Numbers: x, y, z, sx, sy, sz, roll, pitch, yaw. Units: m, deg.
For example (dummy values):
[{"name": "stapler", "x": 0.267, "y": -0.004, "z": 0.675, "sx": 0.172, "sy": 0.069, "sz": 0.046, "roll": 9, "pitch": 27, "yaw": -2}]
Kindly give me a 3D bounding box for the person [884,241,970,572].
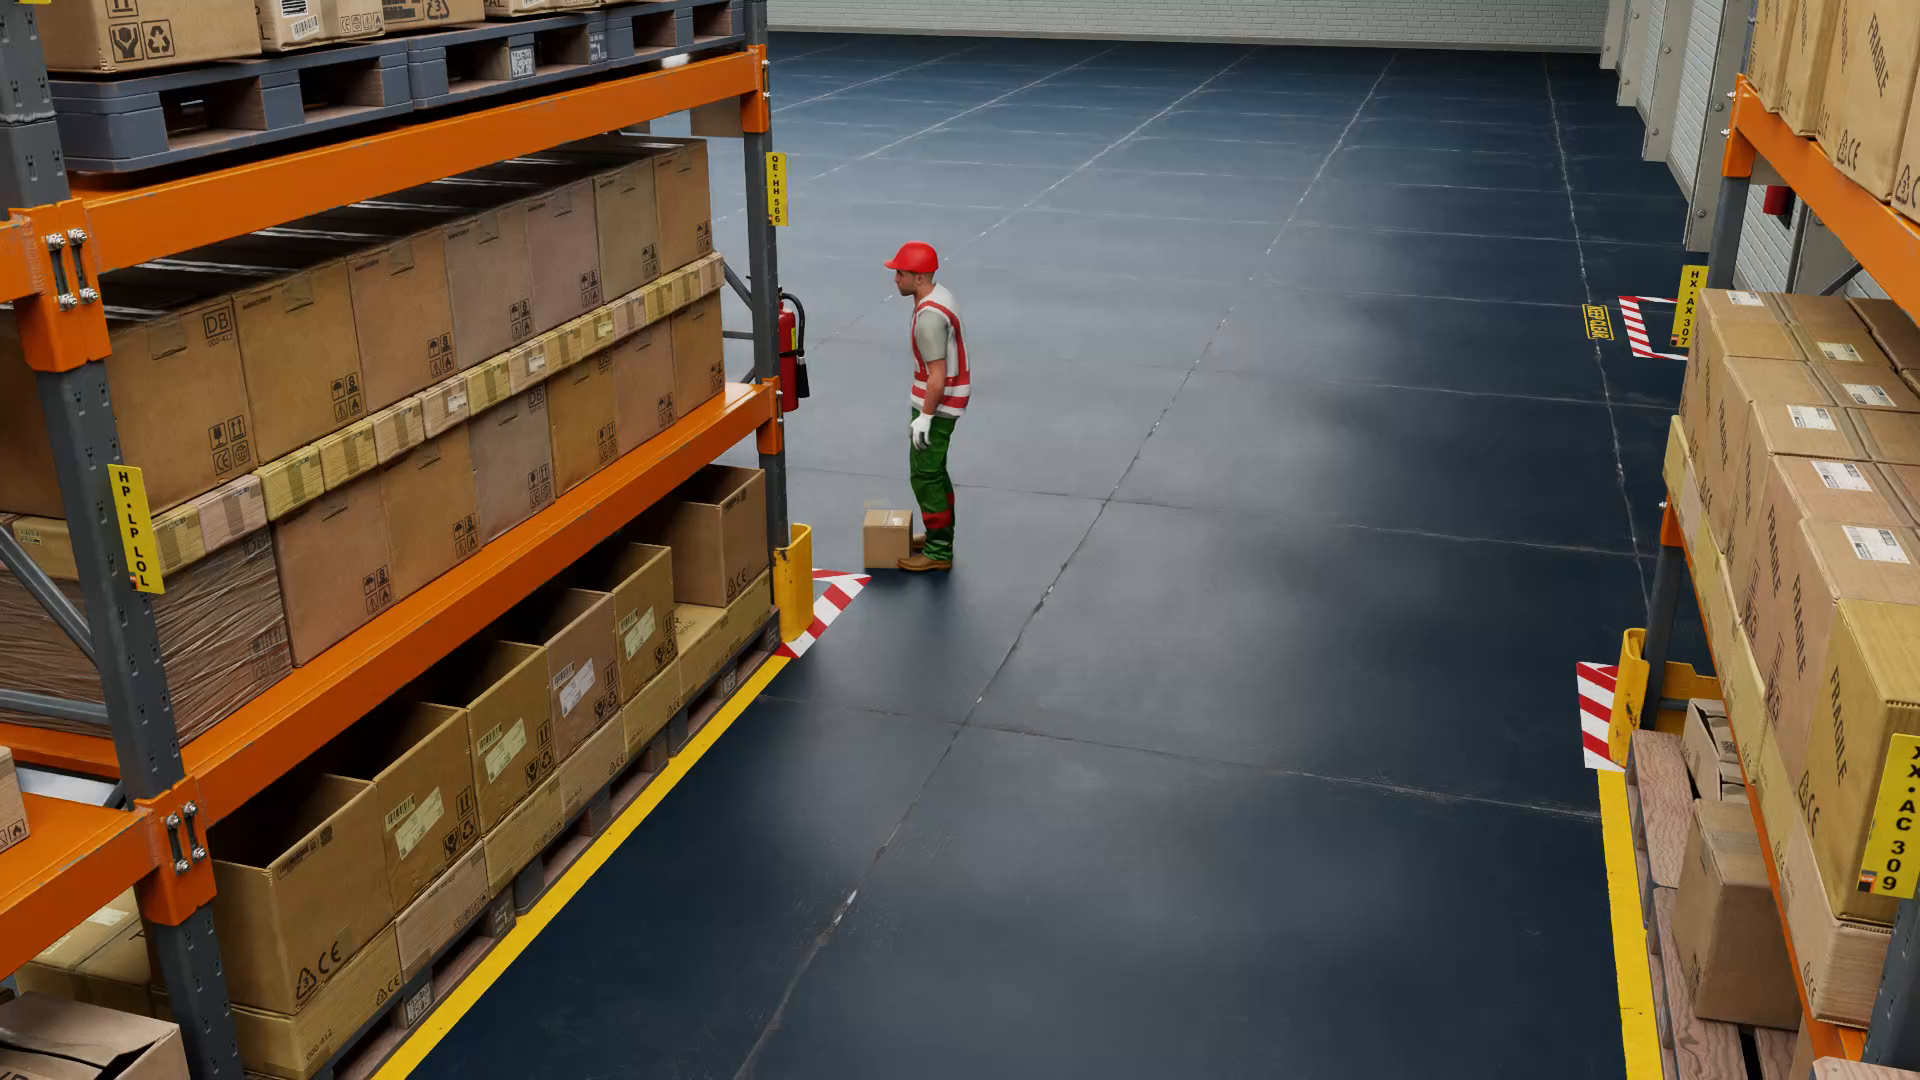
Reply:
[{"name": "person", "x": -0.168, "y": -0.707, "z": 8.839, "sx": 0.446, "sy": 1.780, "sz": 0.620, "roll": 1, "pitch": 22, "yaw": 2}]
